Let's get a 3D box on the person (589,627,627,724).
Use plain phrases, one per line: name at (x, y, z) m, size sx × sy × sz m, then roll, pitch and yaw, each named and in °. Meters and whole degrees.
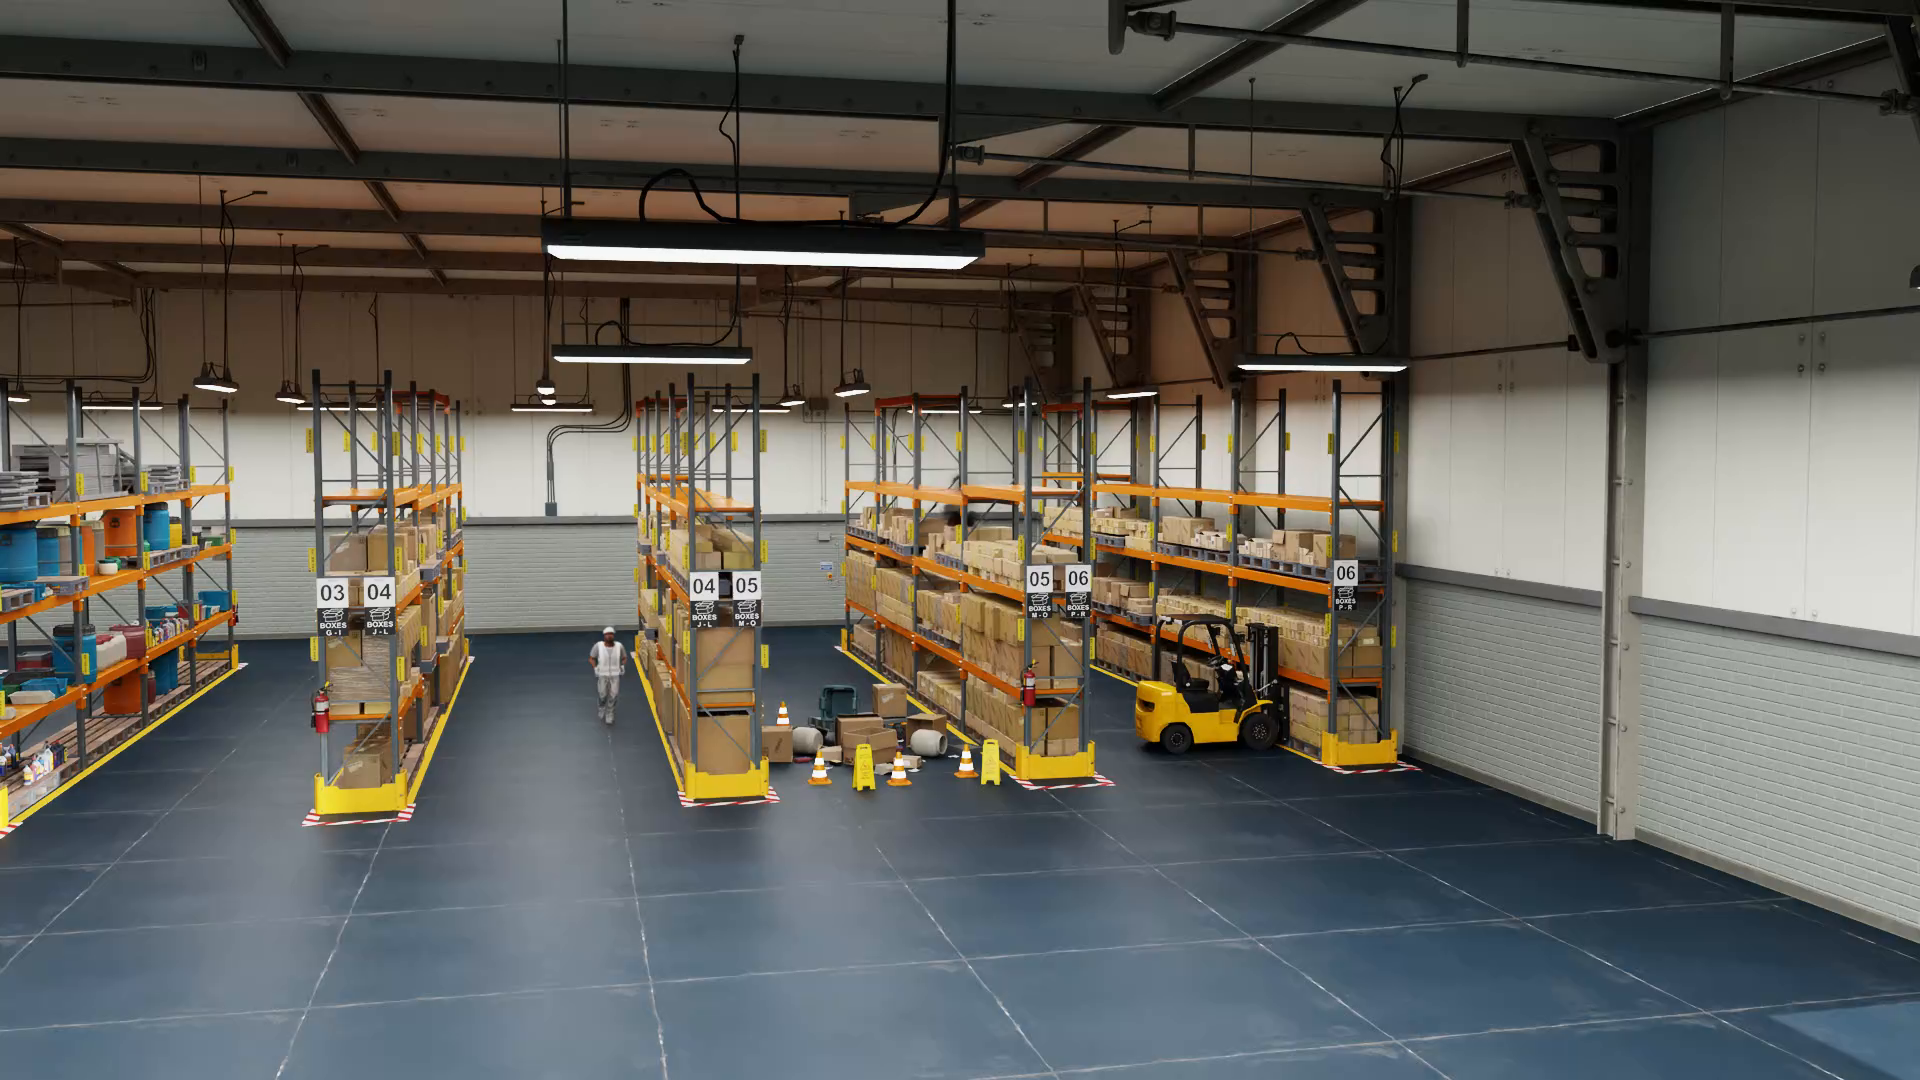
person at (-6.264, 2.391, 29.680) m, size 0.661 × 1.683 × 0.589 m, roll -1°, pitch 3°, yaw -19°
